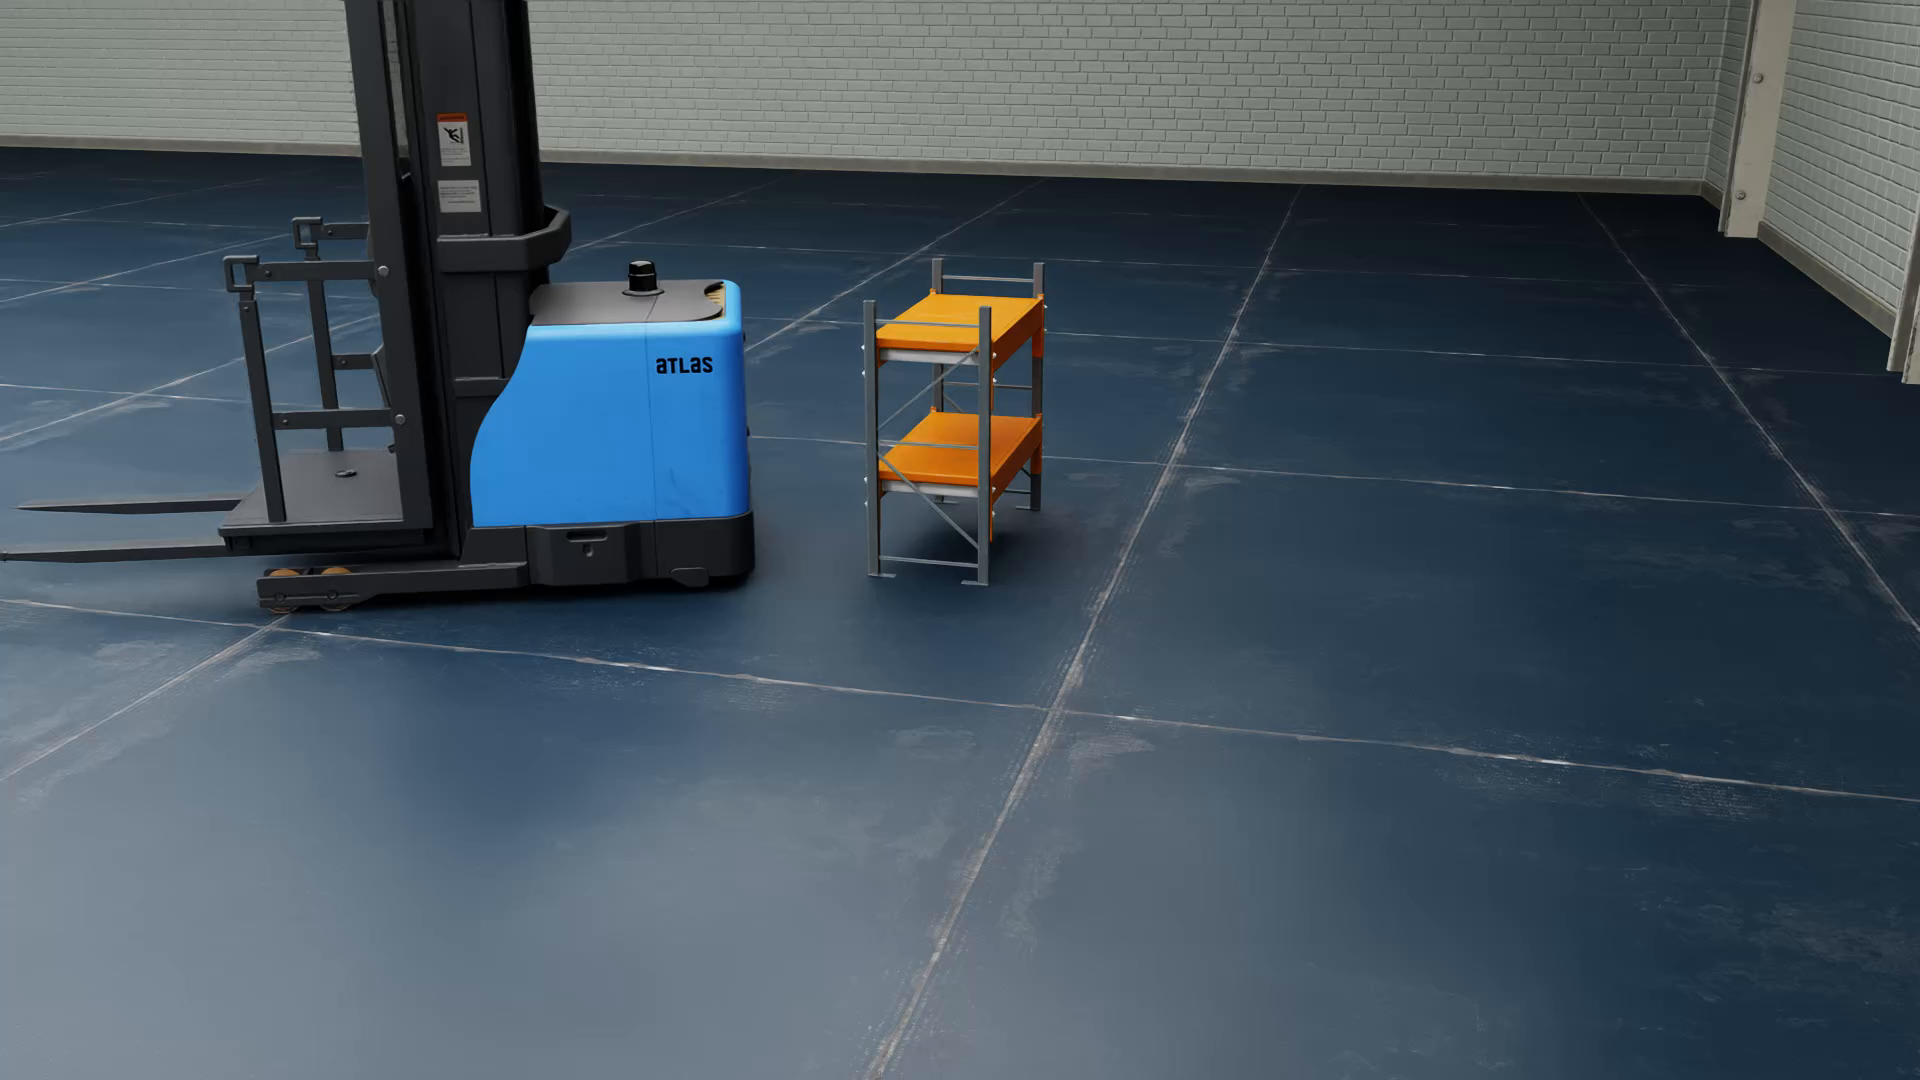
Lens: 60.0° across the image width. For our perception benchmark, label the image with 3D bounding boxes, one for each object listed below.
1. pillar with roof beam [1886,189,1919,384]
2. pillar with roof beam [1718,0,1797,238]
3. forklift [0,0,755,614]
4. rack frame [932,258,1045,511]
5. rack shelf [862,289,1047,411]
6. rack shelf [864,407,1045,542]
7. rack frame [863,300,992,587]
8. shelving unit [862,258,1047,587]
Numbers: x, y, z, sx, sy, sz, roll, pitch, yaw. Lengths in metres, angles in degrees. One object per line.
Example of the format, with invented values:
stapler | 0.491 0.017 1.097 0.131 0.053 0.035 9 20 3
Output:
pillar with roof beam | 1.657 -5.583 9.611 9.100 9.000 0.400 5 19 13
pillar with roof beam | 3.123 -7.464 15.117 9.100 9.000 0.400 5 19 13
forklift | -2.377 -1.287 6.420 3.031 2.935 1.130 -2 19 -7
rack frame | 0.123 -0.690 7.466 0.500 1.125 0.032 5 19 13
rack shelf | -0.002 -0.807 6.905 0.538 0.278 1.000 5 19 13
rack shelf | -0.002 -0.299 7.079 0.538 0.278 1.000 5 19 13
rack frame | -0.126 -0.371 6.533 0.500 1.125 0.032 5 19 13
shelving unit | -0.002 -0.530 7.000 0.538 1.125 1.048 5 19 13
